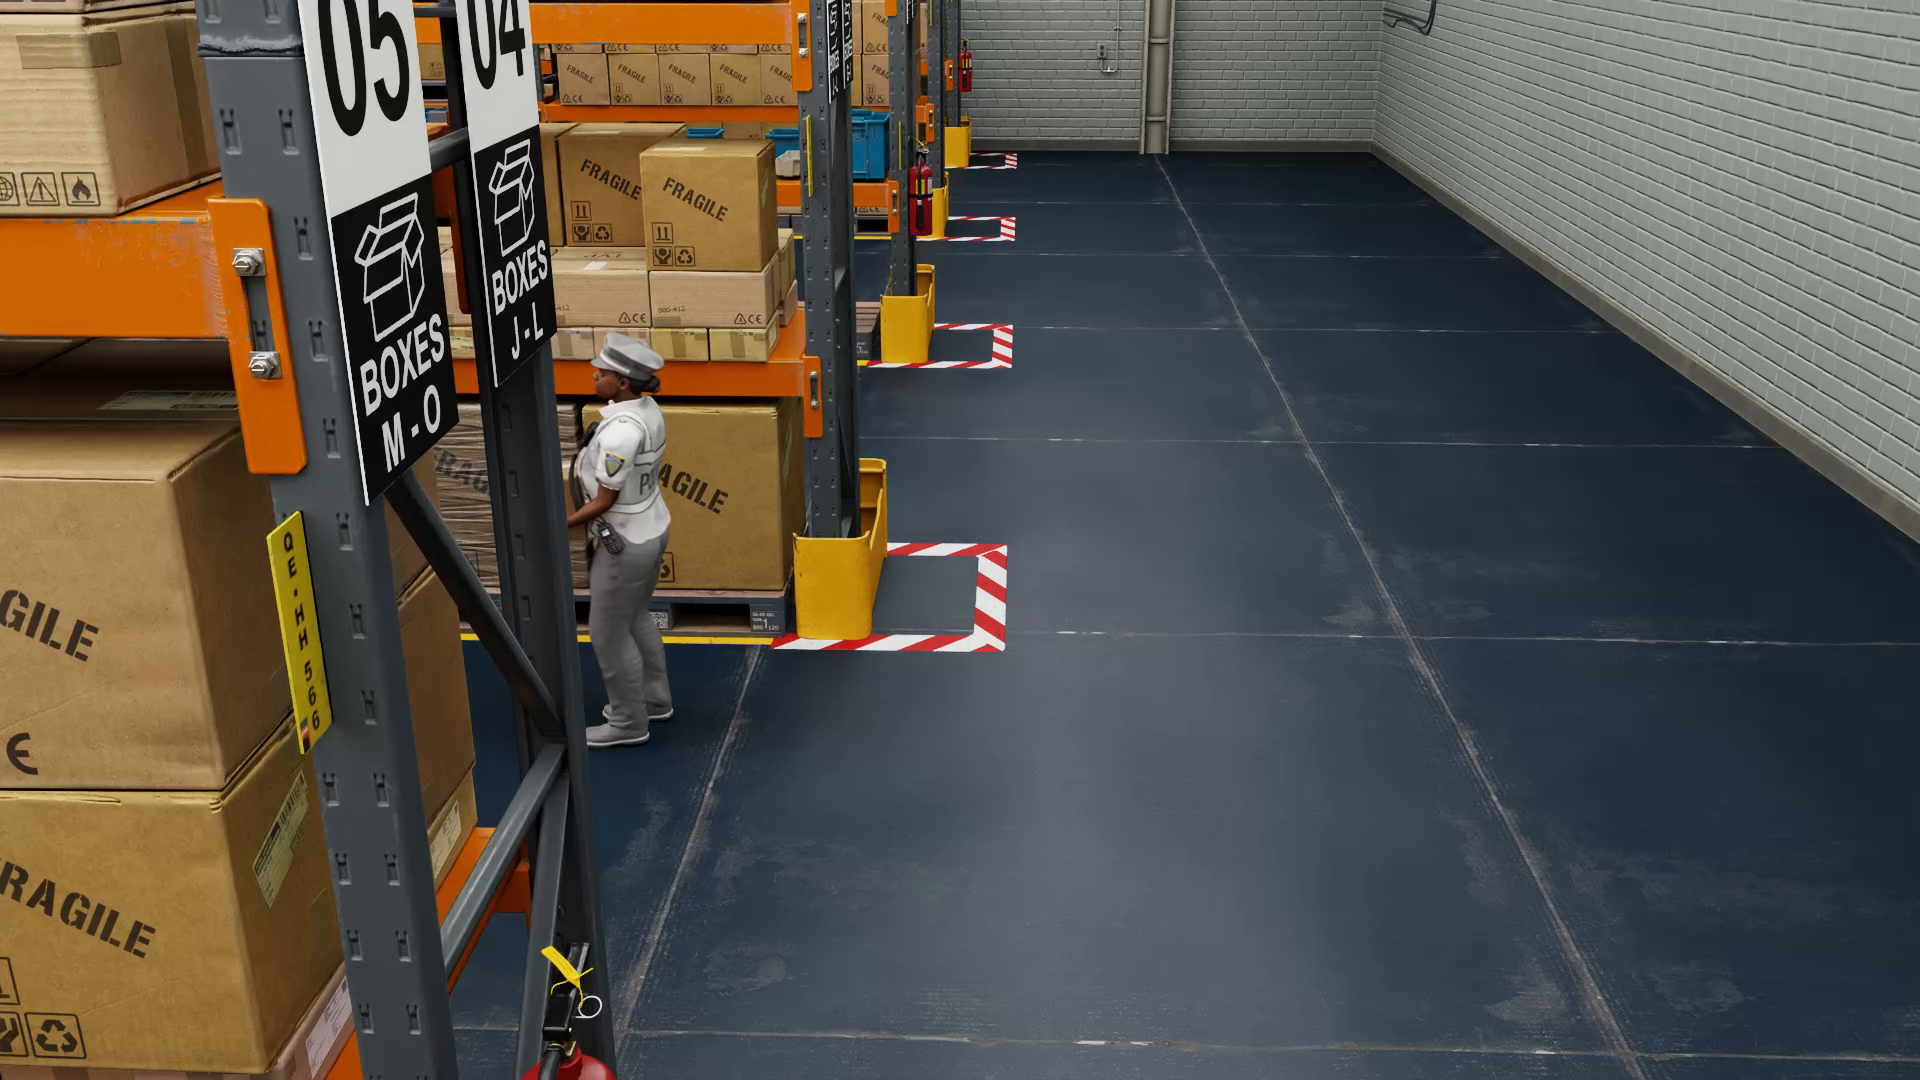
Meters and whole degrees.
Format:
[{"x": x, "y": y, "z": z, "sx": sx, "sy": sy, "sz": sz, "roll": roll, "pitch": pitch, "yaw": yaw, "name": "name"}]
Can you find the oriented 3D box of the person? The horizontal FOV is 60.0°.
[{"x": -1.385, "y": -0.002, "z": 6.544, "sx": 0.538, "sy": 1.689, "sz": 0.449, "roll": 1, "pitch": 21, "yaw": 2, "name": "person"}]
